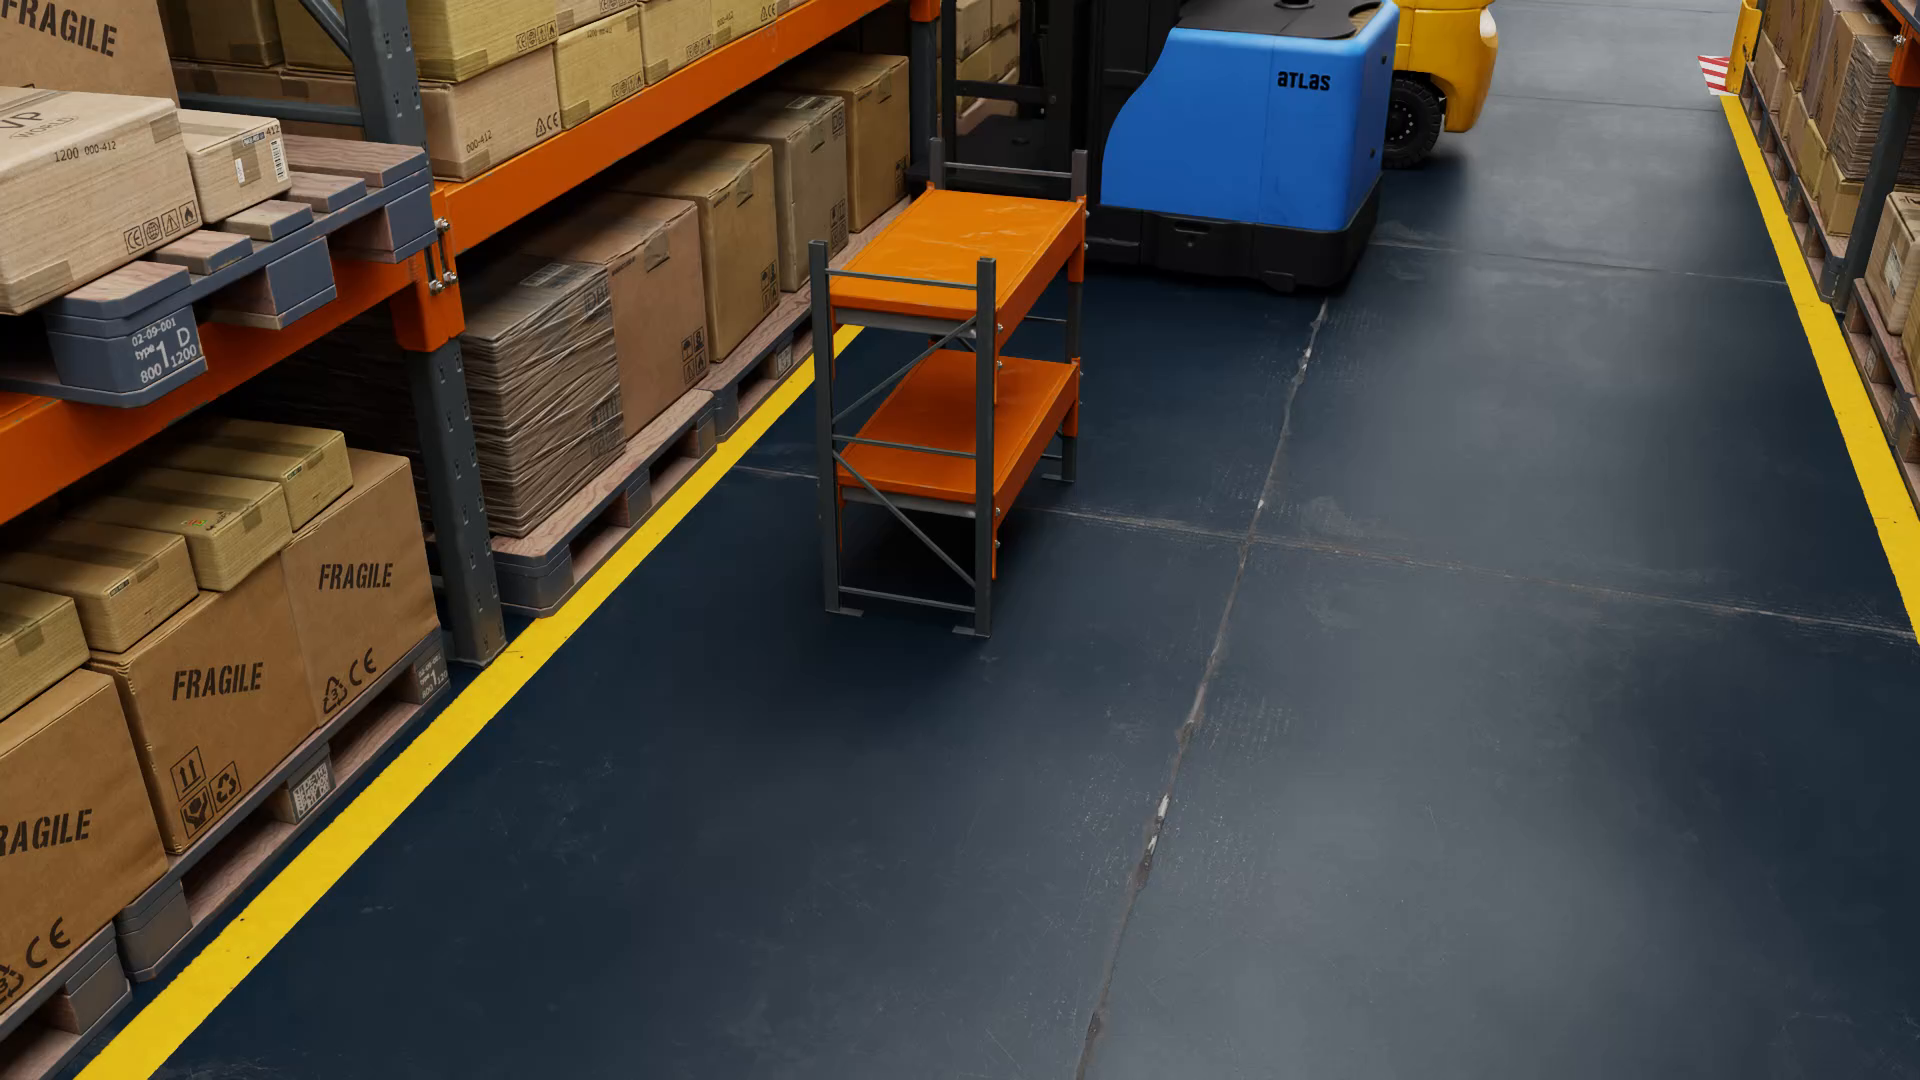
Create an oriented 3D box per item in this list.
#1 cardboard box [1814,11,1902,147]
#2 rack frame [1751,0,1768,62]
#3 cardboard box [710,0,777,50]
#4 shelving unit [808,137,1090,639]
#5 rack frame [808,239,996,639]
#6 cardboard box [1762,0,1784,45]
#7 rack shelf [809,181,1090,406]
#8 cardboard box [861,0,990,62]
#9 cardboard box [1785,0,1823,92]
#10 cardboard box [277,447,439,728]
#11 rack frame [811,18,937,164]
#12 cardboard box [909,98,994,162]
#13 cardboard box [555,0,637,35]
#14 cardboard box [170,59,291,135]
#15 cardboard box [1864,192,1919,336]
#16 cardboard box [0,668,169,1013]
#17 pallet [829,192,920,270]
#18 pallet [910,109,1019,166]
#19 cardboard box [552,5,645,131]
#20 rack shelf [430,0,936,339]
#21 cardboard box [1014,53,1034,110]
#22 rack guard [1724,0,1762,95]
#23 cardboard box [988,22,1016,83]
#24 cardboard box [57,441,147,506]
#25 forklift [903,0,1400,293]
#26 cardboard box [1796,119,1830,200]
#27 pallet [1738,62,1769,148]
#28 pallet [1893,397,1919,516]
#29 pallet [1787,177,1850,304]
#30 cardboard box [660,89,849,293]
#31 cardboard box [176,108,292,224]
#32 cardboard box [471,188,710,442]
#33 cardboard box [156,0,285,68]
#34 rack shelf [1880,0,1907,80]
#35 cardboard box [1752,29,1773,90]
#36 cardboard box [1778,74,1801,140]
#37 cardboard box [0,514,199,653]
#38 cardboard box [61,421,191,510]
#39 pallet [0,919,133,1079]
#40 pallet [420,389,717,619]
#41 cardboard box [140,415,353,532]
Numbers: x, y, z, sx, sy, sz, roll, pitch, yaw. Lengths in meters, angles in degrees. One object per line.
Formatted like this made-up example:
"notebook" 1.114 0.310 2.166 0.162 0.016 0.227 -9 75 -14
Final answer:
"cardboard box" 4.210 -2.063 7.499 0.500 0.500 0.500 9 30 16
"rack frame" 5.319 -4.063 9.468 1.000 3.000 0.127 8 30 15
"cardboard box" -0.961 -1.872 5.683 0.500 0.250 0.500 9 30 16
"shelving unit" -0.002 -0.488 4.971 0.538 1.125 1.048 8 30 15
"rack frame" -0.151 -0.252 4.546 0.500 1.125 0.032 8 30 15
"cardboard box" 4.812 -3.026 9.229 0.500 0.500 0.500 7 30 13
"rack shelf" -0.002 -0.744 4.829 0.538 0.278 1.000 8 30 15
"cardboard box" -0.159 -2.509 8.043 0.500 0.250 0.500 8 30 14
"cardboard box" 4.507 -2.550 8.374 0.500 0.500 0.500 9 30 16
"cardboard box" -1.694 0.084 4.152 0.500 0.500 0.500 9 30 16
"rack frame" -0.601 -2.910 7.396 1.000 3.000 0.127 8 30 15
"cardboard box" -0.143 -2.070 8.282 0.500 0.250 0.500 9 30 15
"cardboard box" -1.263 -1.608 4.696 0.500 0.250 0.500 9 30 16
"cardboard box" -1.888 -1.231 4.532 0.500 0.250 0.500 8 30 14
"cardboard box" 3.993 -0.995 6.224 0.950 0.372 0.625 9 30 16
"cardboard box" -2.002 0.559 3.299 0.500 0.500 0.500 10 31 17
"pallet" -0.780 -1.344 7.449 1.003 0.211 1.213 8 30 15
"pallet" -0.328 -2.056 8.728 1.003 0.211 1.213 8 30 15
"cardboard box" -1.259 -1.390 4.818 0.500 0.250 0.500 8 30 14
"rack shelf" -1.188 -1.667 5.900 1.077 0.370 4.000 8 30 15
"cardboard box" 0.128 -2.549 9.143 0.500 0.250 0.500 9 30 16
"rack guard" 5.297 -2.935 10.012 1.175 0.500 0.348 8 30 15
"cardboard box" -0.018 -2.526 8.587 0.500 0.250 0.500 8 30 15
"cardboard box" -2.226 -0.228 4.047 0.380 0.149 0.250 10 31 17
"forklift" 0.383 -2.783 7.237 3.031 2.935 1.130 11 31 19
"cardboard box" 4.208 -1.748 7.703 0.500 0.250 0.500 8 30 14
"pallet" 5.025 -2.436 9.413 1.003 0.211 1.213 8 30 15
"pallet" 3.562 -0.054 5.131 1.003 0.211 1.213 8 30 15
"pallet" 4.308 -1.302 7.374 1.003 0.211 1.213 8 30 15
"cardboard box" -0.979 -1.453 6.786 0.875 0.625 0.625 8 30 14
"cardboard box" -1.601 -0.765 3.367 0.380 0.149 0.250 9 30 16
"cardboard box" -1.395 -0.790 5.595 0.875 0.625 0.625 9 30 17
"cardboard box" -1.909 -1.453 4.416 0.500 0.250 0.500 9 30 16
"rack shelf" 4.732 -2.819 7.972 1.077 0.370 4.000 8 30 15
"cardboard box" 4.818 -2.709 9.431 0.500 0.250 0.500 8 30 14
"cardboard box" 4.513 -2.218 8.548 0.500 0.250 0.500 11 31 18
"cardboard box" -1.848 0.087 3.480 0.380 0.149 0.250 7 30 13
"cardboard box" -2.167 0.013 4.280 0.500 0.500 0.500 10 31 17
"pallet" -2.390 1.074 3.103 1.003 0.211 1.213 8 30 15
"pallet" -1.496 -0.210 5.410 1.003 0.211 1.213 8 30 15
"cardboard box" -1.678 -0.161 3.925 0.380 0.149 0.250 7 30 12
